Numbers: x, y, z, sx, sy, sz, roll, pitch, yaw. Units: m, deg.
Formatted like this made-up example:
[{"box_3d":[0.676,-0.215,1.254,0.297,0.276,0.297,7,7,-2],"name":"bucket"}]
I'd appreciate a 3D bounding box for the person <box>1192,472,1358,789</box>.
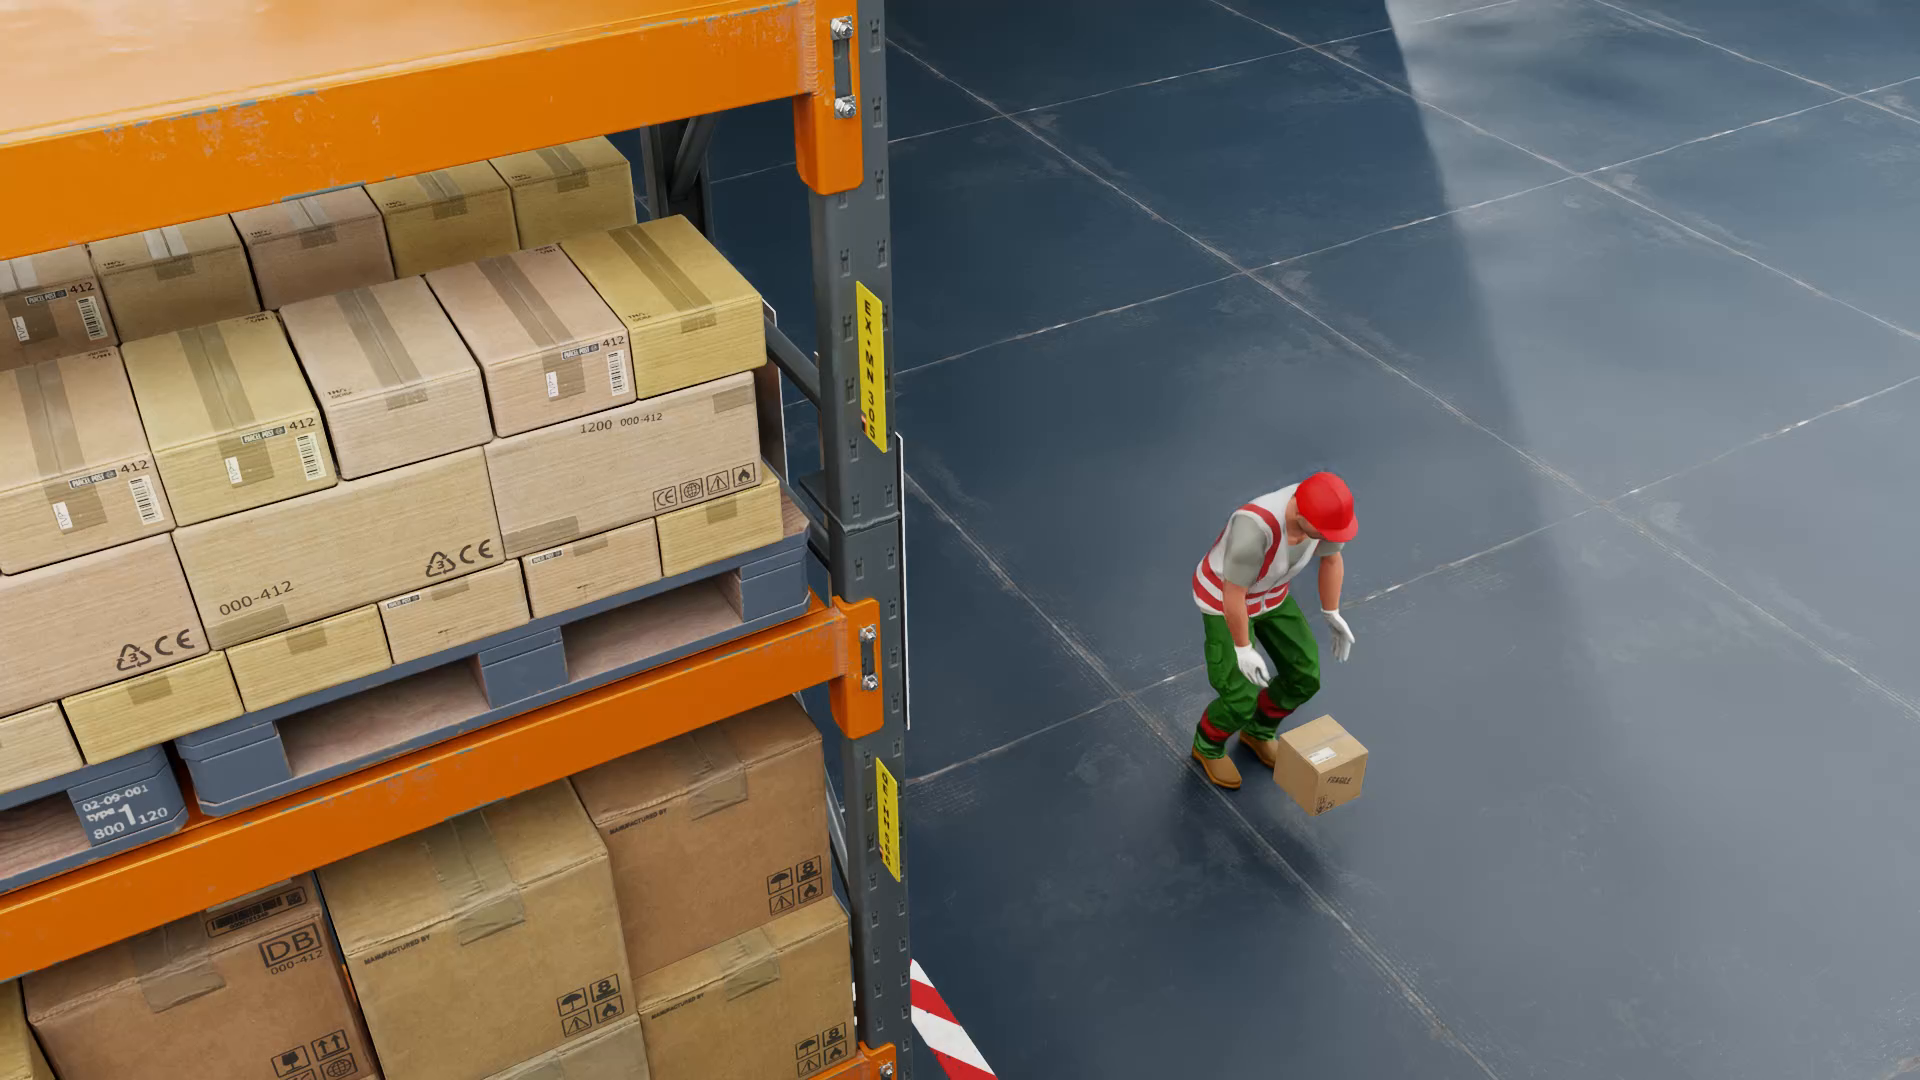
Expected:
[{"box_3d":[1.253,0.310,6.666,0.575,1.580,0.647,-19,40,-23],"name":"person"}]
